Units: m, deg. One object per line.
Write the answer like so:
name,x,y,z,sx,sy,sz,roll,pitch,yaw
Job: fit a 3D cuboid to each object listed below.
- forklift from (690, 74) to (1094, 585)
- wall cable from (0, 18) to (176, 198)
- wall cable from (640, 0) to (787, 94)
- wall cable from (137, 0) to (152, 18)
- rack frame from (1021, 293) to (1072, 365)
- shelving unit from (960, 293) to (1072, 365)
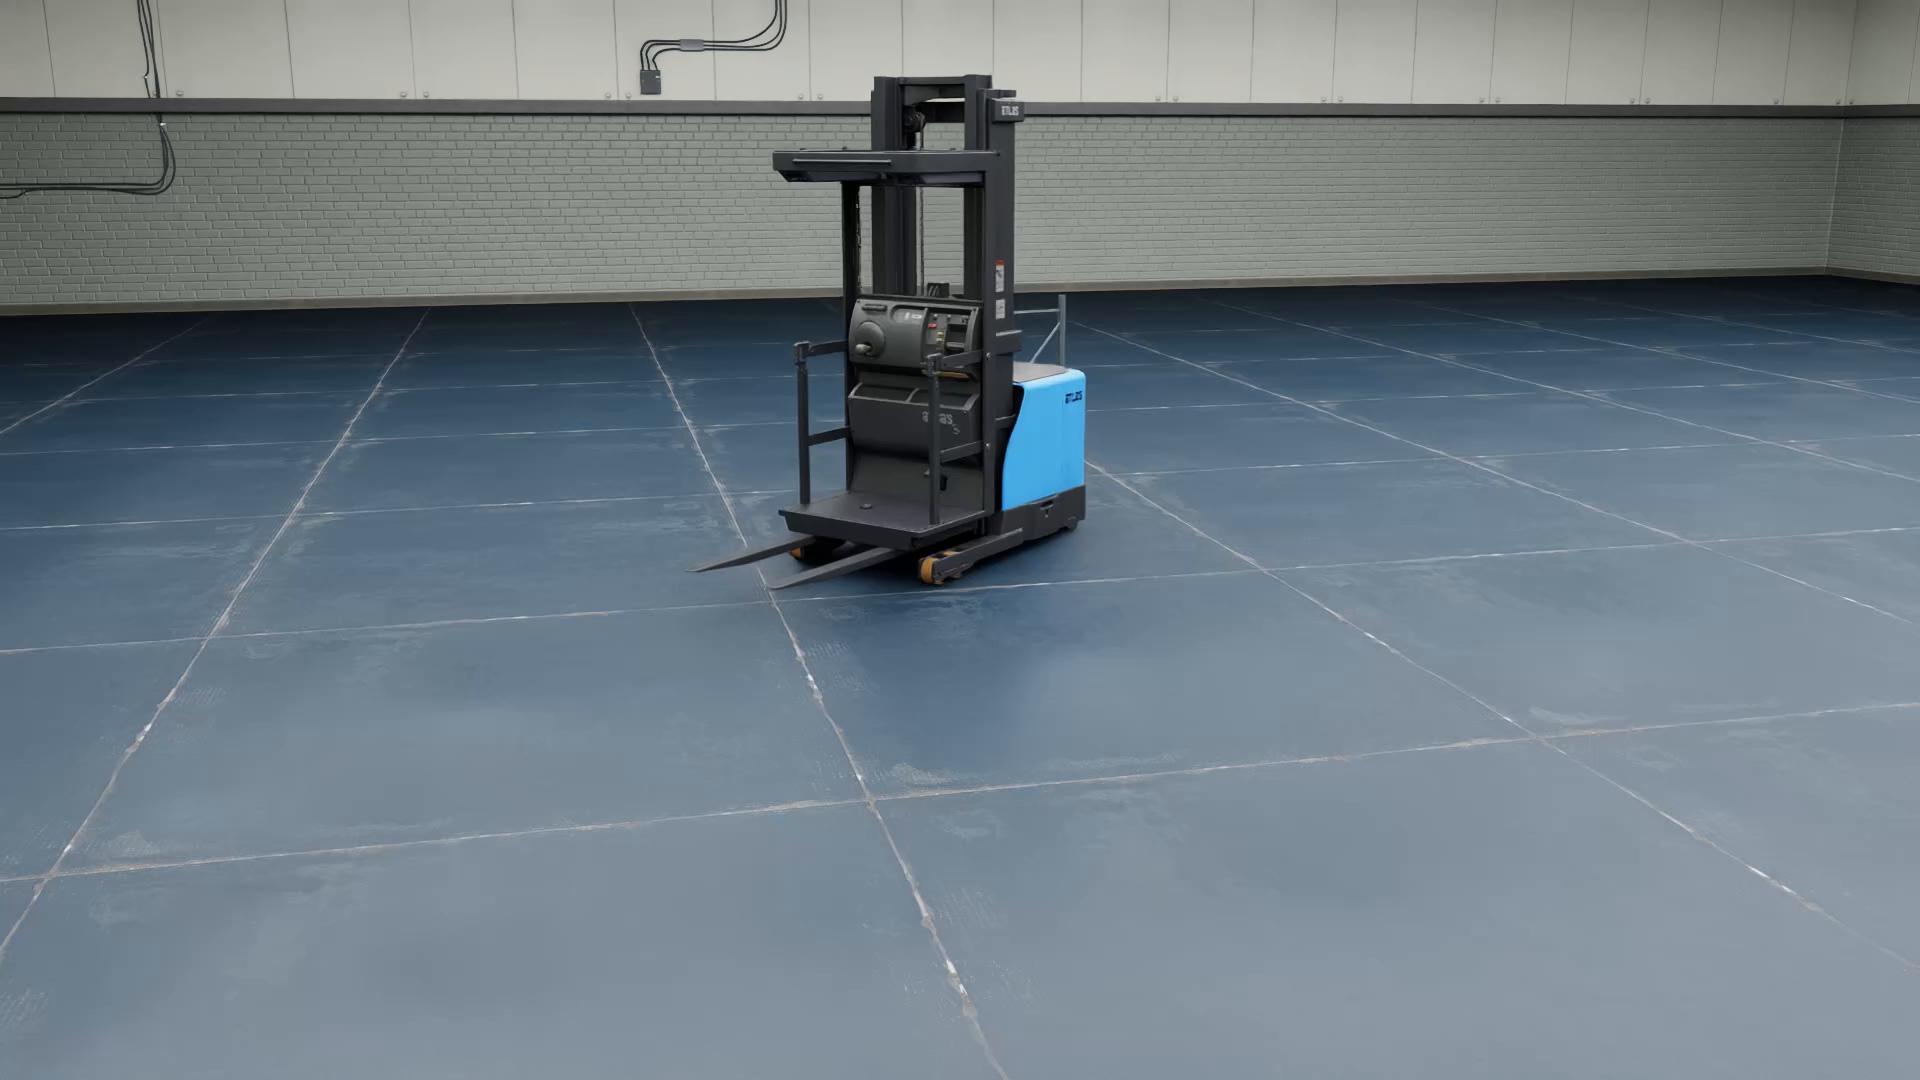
forklift,-0.368,-1.304,10.088,1.130,2.935,3.031,10,17,35
wall cable,-13.047,-6.207,23.916,3.097,2.526,0.112,-3,14,-13
wall cable,-3.815,-9.893,25.295,2.305,6.003,0.169,-3,14,-13
wall cable,-10.417,-8.811,23.934,3.097,2.526,0.112,-3,14,-13
rack frame,0.570,-0.983,11.789,0.500,1.500,0.032,-8,16,-30
shelving unit,0.315,-1.084,12.206,0.587,1.500,1.083,-8,16,-30
